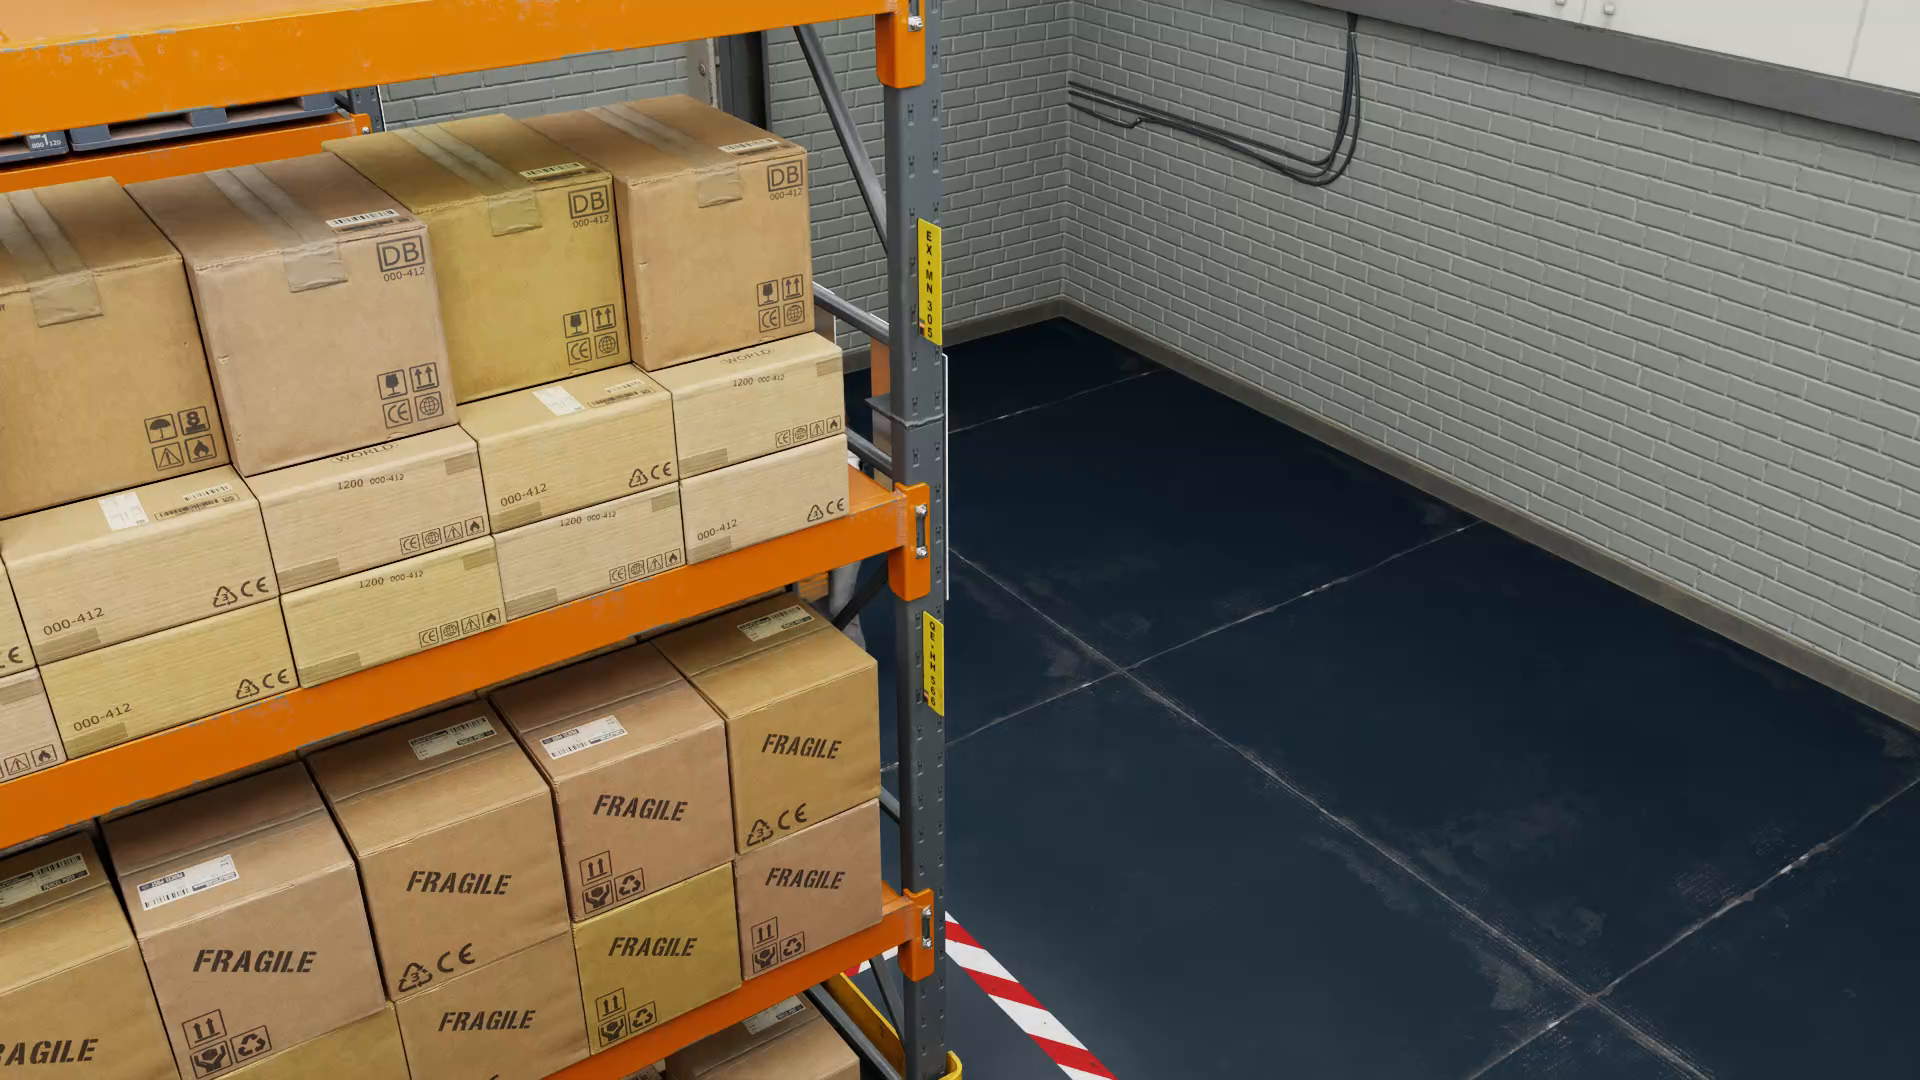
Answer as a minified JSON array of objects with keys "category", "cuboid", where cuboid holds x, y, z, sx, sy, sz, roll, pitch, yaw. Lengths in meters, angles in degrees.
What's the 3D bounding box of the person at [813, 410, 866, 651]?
[{"category":"person","cuboid":[-0.672,0.014,8.602,0.371,1.602,0.445,-20,35,-31]}]
